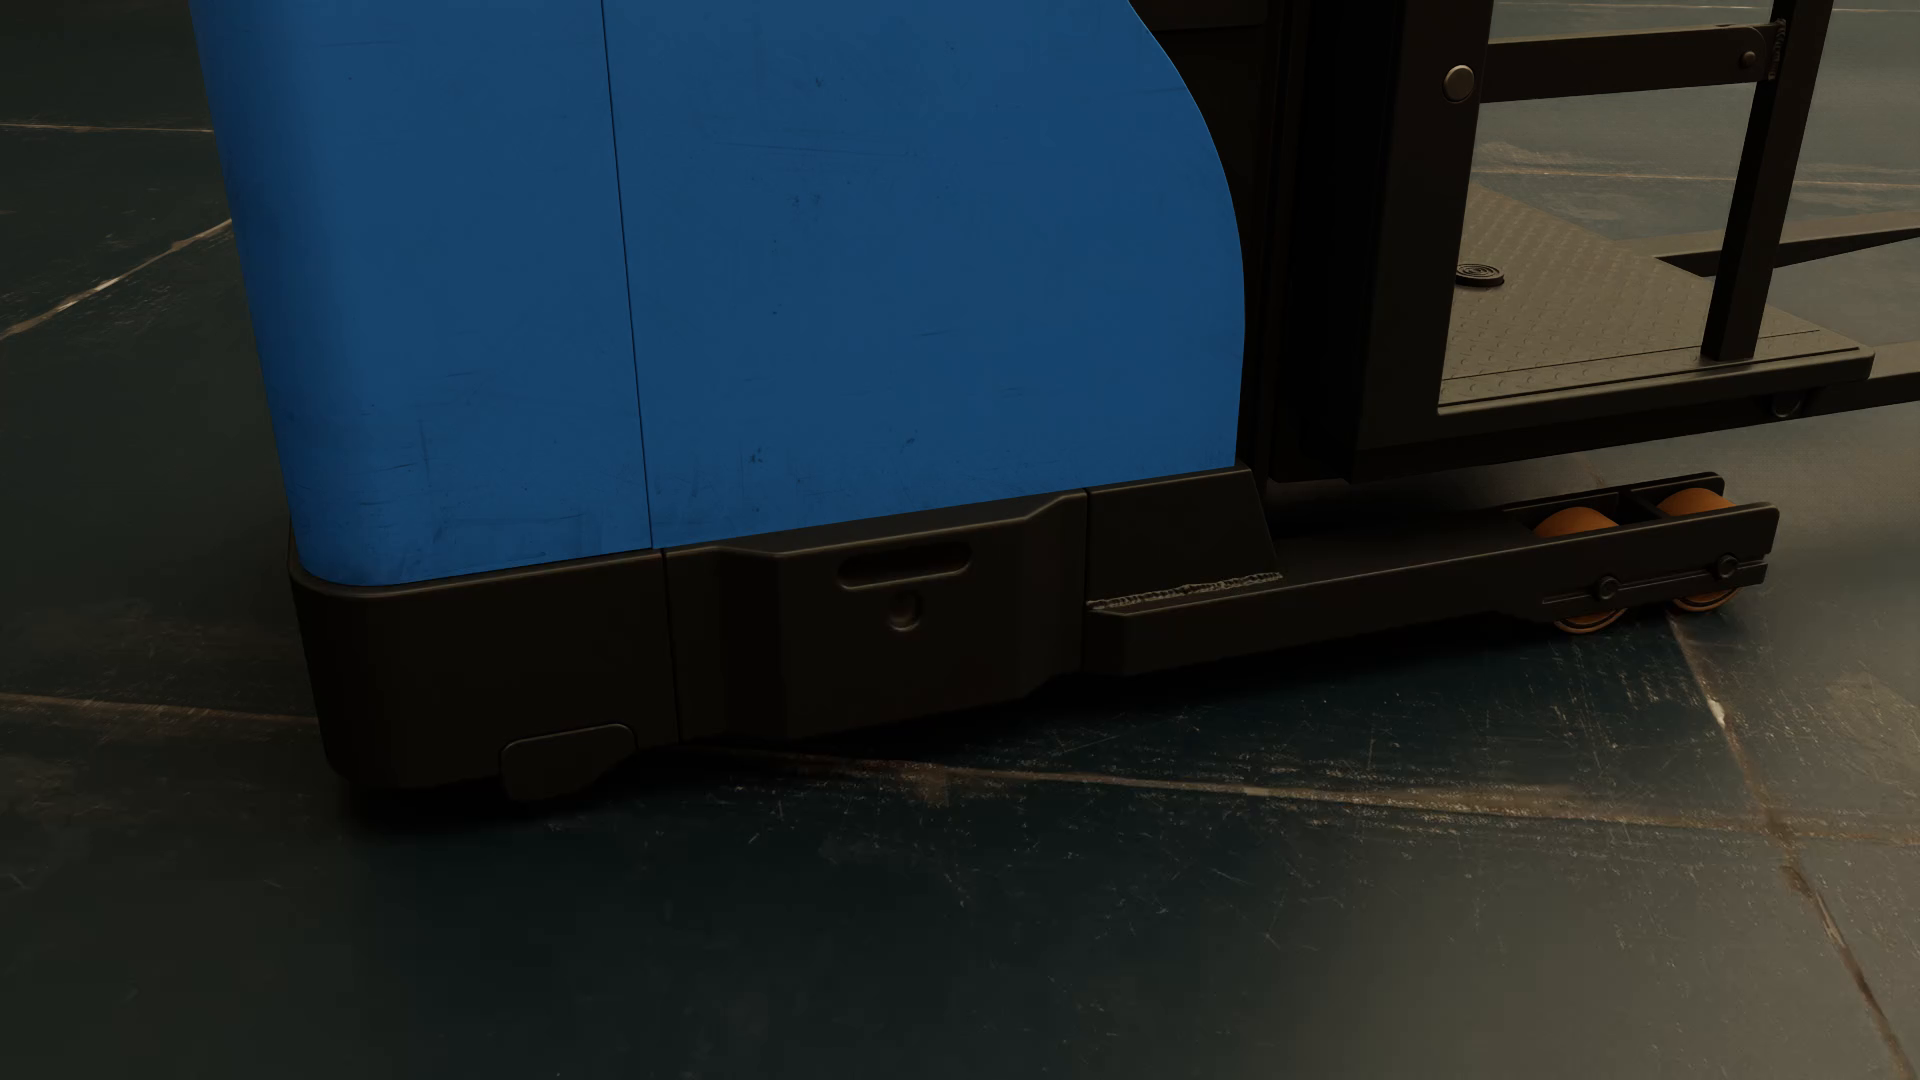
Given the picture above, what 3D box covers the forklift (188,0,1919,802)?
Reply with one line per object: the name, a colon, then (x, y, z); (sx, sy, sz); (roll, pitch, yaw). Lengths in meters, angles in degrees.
forklift: (0.594, -1.400, 2.024); (3.031, 2.935, 1.130); (-8, 28, -17)
